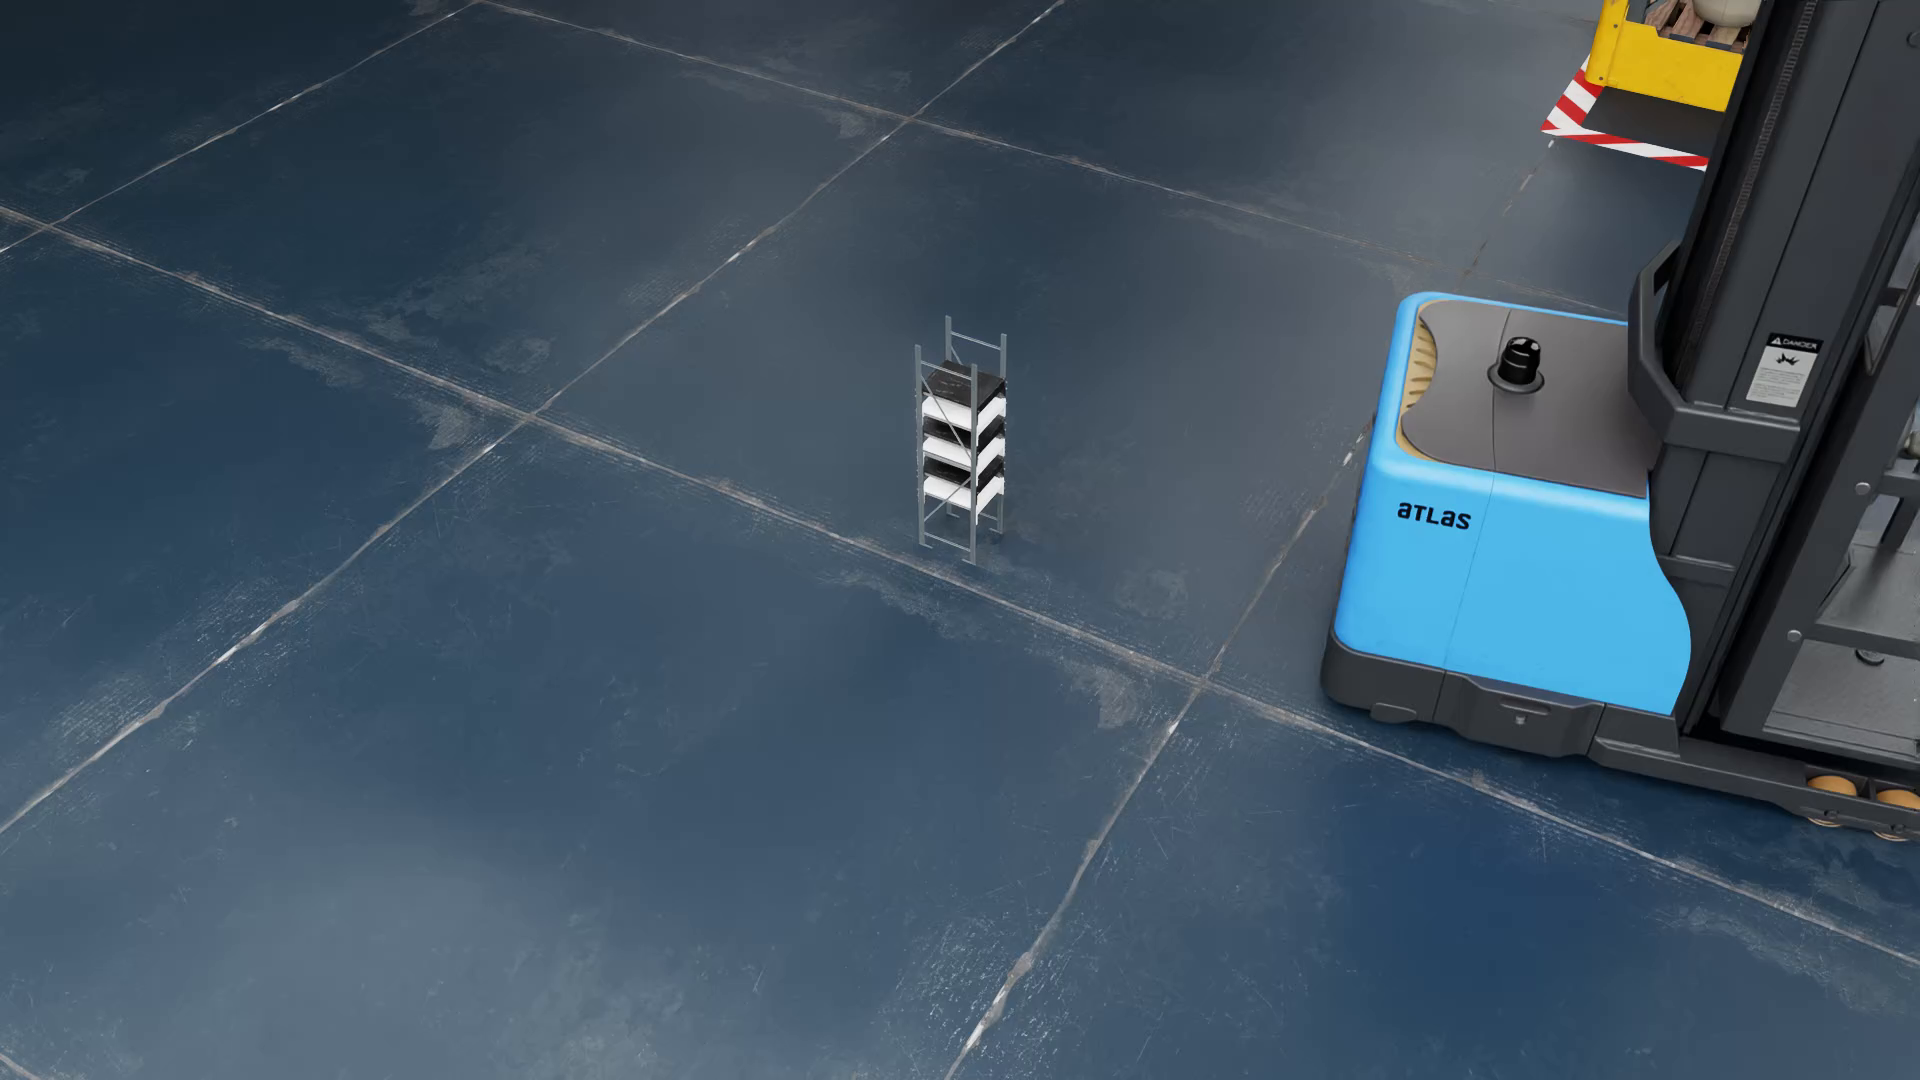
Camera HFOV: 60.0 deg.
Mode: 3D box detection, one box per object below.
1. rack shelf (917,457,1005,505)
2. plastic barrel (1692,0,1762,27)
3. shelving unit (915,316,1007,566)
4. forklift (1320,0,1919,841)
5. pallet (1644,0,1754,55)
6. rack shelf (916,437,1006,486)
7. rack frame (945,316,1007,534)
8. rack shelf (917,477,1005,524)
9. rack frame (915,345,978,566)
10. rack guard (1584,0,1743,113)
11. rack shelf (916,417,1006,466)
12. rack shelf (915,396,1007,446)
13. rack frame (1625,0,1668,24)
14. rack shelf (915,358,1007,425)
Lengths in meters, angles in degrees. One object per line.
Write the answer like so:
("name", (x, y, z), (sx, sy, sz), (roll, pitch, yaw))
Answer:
("rack shelf", (0.004, -0.250, 6.039), (0.258, 0.077, 0.200), (21, 45, 22))
("plastic barrel", (4.259, -3.108, 9.074), (0.421, 0.512, 0.421), (0, 41, 0))
("shelving unit", (0.004, -0.342, 5.958), (0.258, 0.900, 0.210), (21, 45, 22))
("forklift", (2.787, -0.557, 4.665), (3.031, 2.935, 1.130), (11, 43, 13))
("pallet", (4.404, -2.958, 9.449), (1.003, 0.211, 1.213), (21, 45, 22))
("rack shelf", (0.004, -0.317, 5.980), (0.258, 0.077, 0.200), (21, 45, 22))
("rack frame", (0.055, -0.401, 6.024), (0.240, 0.900, 0.006), (21, 45, 22))
("rack shelf", (0.004, -0.182, 6.099), (0.258, 0.077, 0.200), (21, 45, 22))
("rack frame", (-0.047, -0.284, 5.892), (0.240, 0.900, 0.006), (21, 45, 22))
("rack guard", (3.993, -2.603, 8.827), (1.175, 0.500, 0.348), (21, 45, 22))
("rack shelf", (0.004, -0.385, 5.920), (0.258, 0.077, 0.200), (21, 45, 22))
("rack shelf", (0.004, -0.452, 5.861), (0.258, 0.077, 0.200), (21, 45, 22))
("rack frame", (3.996, -3.482, 7.934), (1.000, 3.000, 0.127), (21, 45, 22))
("rack shelf", (0.004, -0.520, 5.801), (0.258, 0.077, 0.200), (21, 45, 22))
